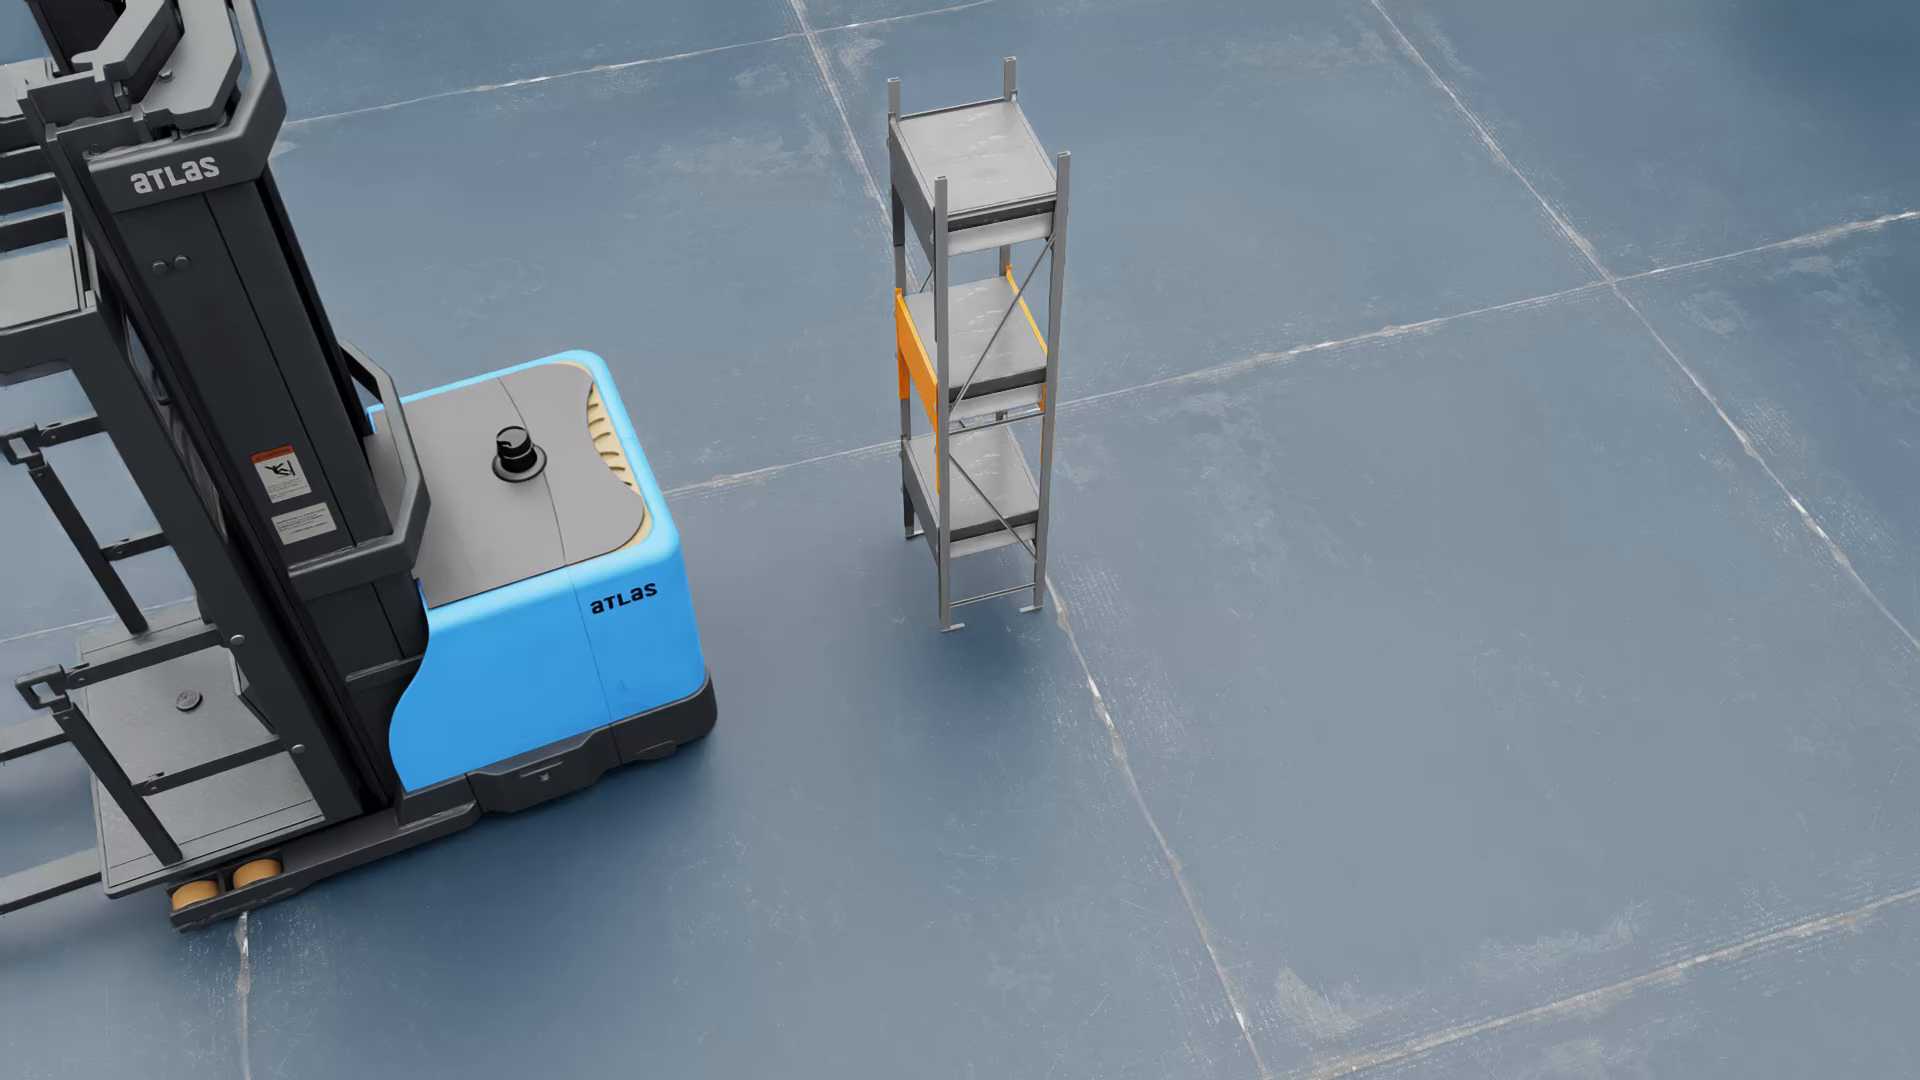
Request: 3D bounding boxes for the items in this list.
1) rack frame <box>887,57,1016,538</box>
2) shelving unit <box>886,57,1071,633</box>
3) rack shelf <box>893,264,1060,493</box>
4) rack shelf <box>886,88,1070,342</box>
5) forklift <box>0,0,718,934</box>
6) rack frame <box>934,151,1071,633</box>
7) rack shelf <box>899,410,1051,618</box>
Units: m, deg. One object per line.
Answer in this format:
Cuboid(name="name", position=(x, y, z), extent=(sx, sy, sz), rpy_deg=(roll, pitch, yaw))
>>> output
Cuboid(name="rack frame", position=(-0.023, -0.734, 5.785), extent=(0.400, 2.100, 0.015), rpy_deg=(-13, 51, -11))
Cuboid(name="shelving unit", position=(0.049, -0.556, 5.635), extent=(0.431, 2.100, 0.503), rpy_deg=(-13, 51, -11))
Cuboid(name="rack shelf", position=(0.049, -0.547, 5.645), extent=(0.431, 0.518, 0.480), rpy_deg=(-13, 51, -11))
Cuboid(name="rack shelf", position=(0.049, -0.998, 5.110), extent=(0.431, 0.518, 0.480), rpy_deg=(-13, 51, -11))
Cuboid(name="forklift", position=(-2.428, -0.138, 4.739), extent=(3.031, 2.935, 1.130), rpy_deg=(-18, 52, -15))
Cuboid(name="rack frame", position=(0.121, -0.378, 5.485), extent=(0.400, 2.100, 0.015), rpy_deg=(-13, 51, -11))
Cuboid(name="rack shelf", position=(0.049, -0.096, 6.181), extent=(0.431, 0.518, 0.480), rpy_deg=(-13, 51, -11))
